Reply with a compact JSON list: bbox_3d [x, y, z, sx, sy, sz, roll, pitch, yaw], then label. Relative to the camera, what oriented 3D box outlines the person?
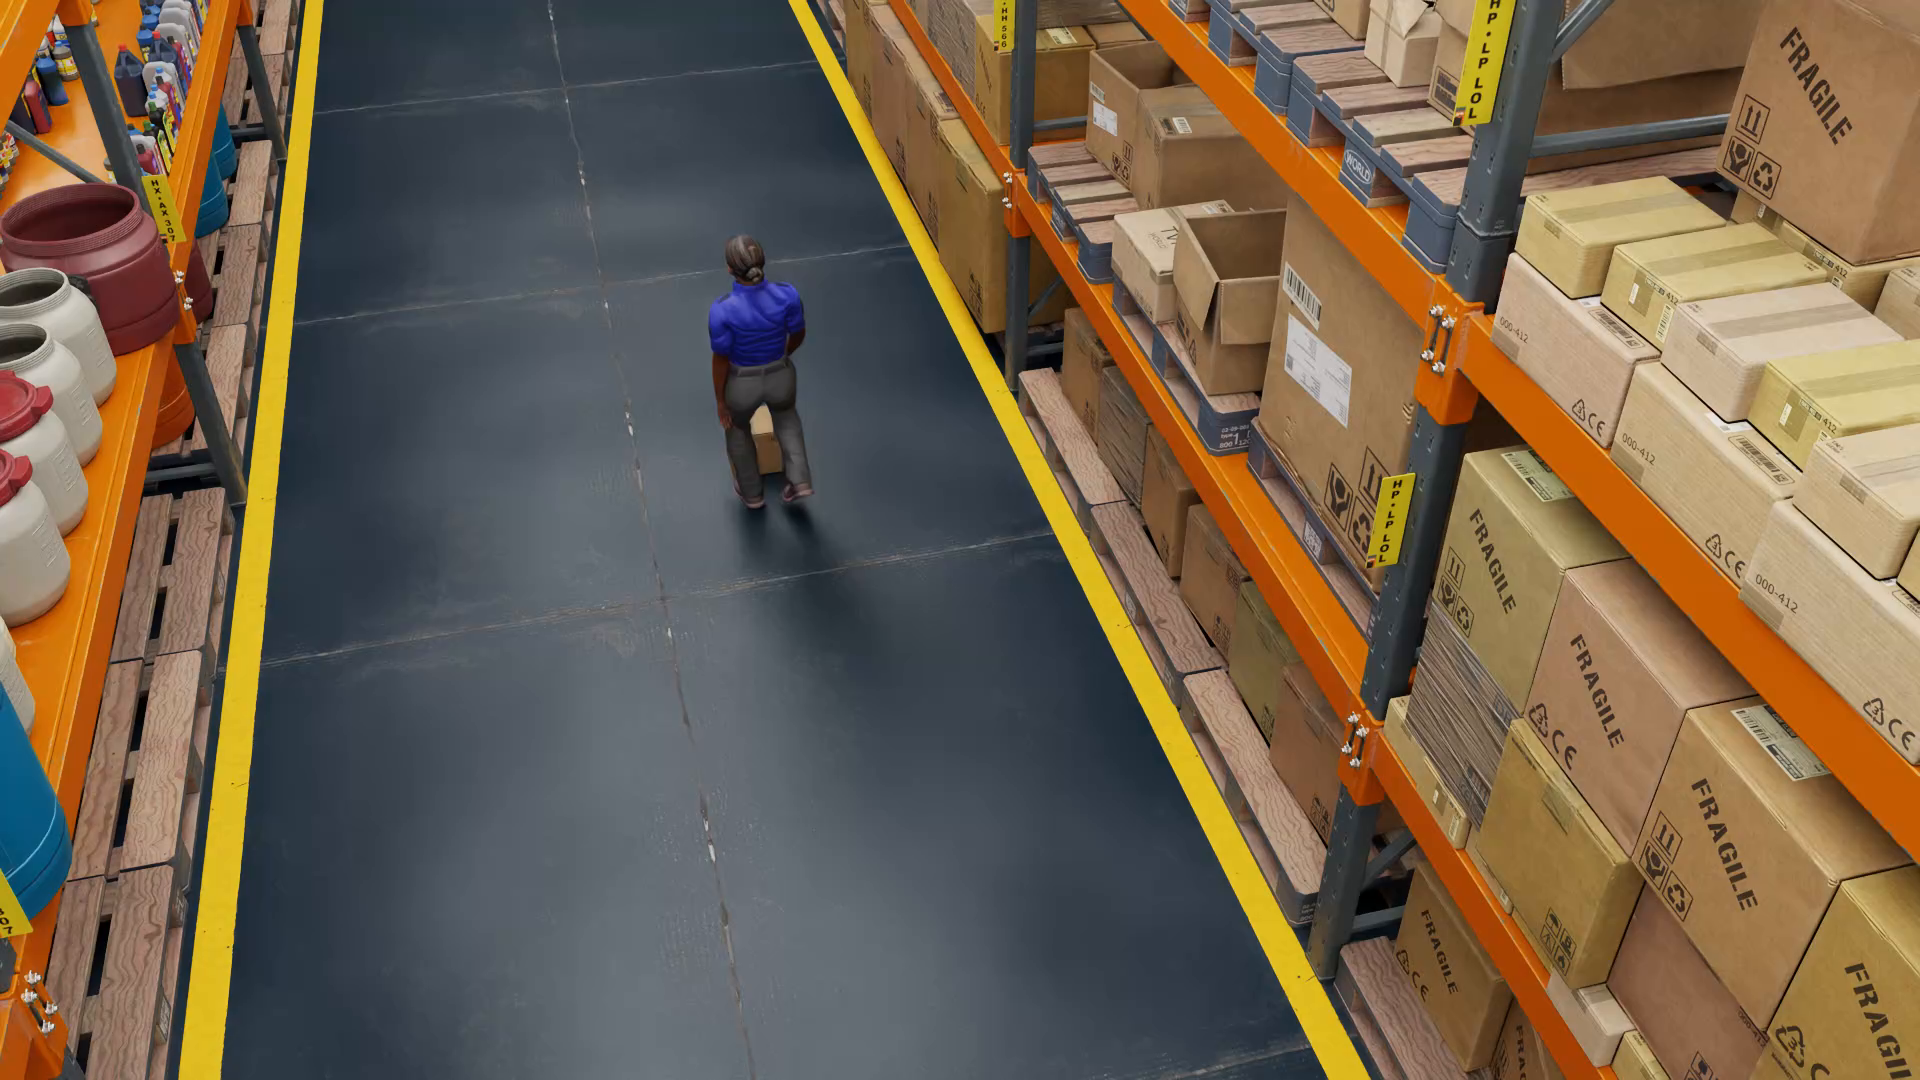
[{"bbox_3d":[-0.940,-0.787,7.702,0.463,1.532,0.511,-14,41,-17],"label":"person"}]
